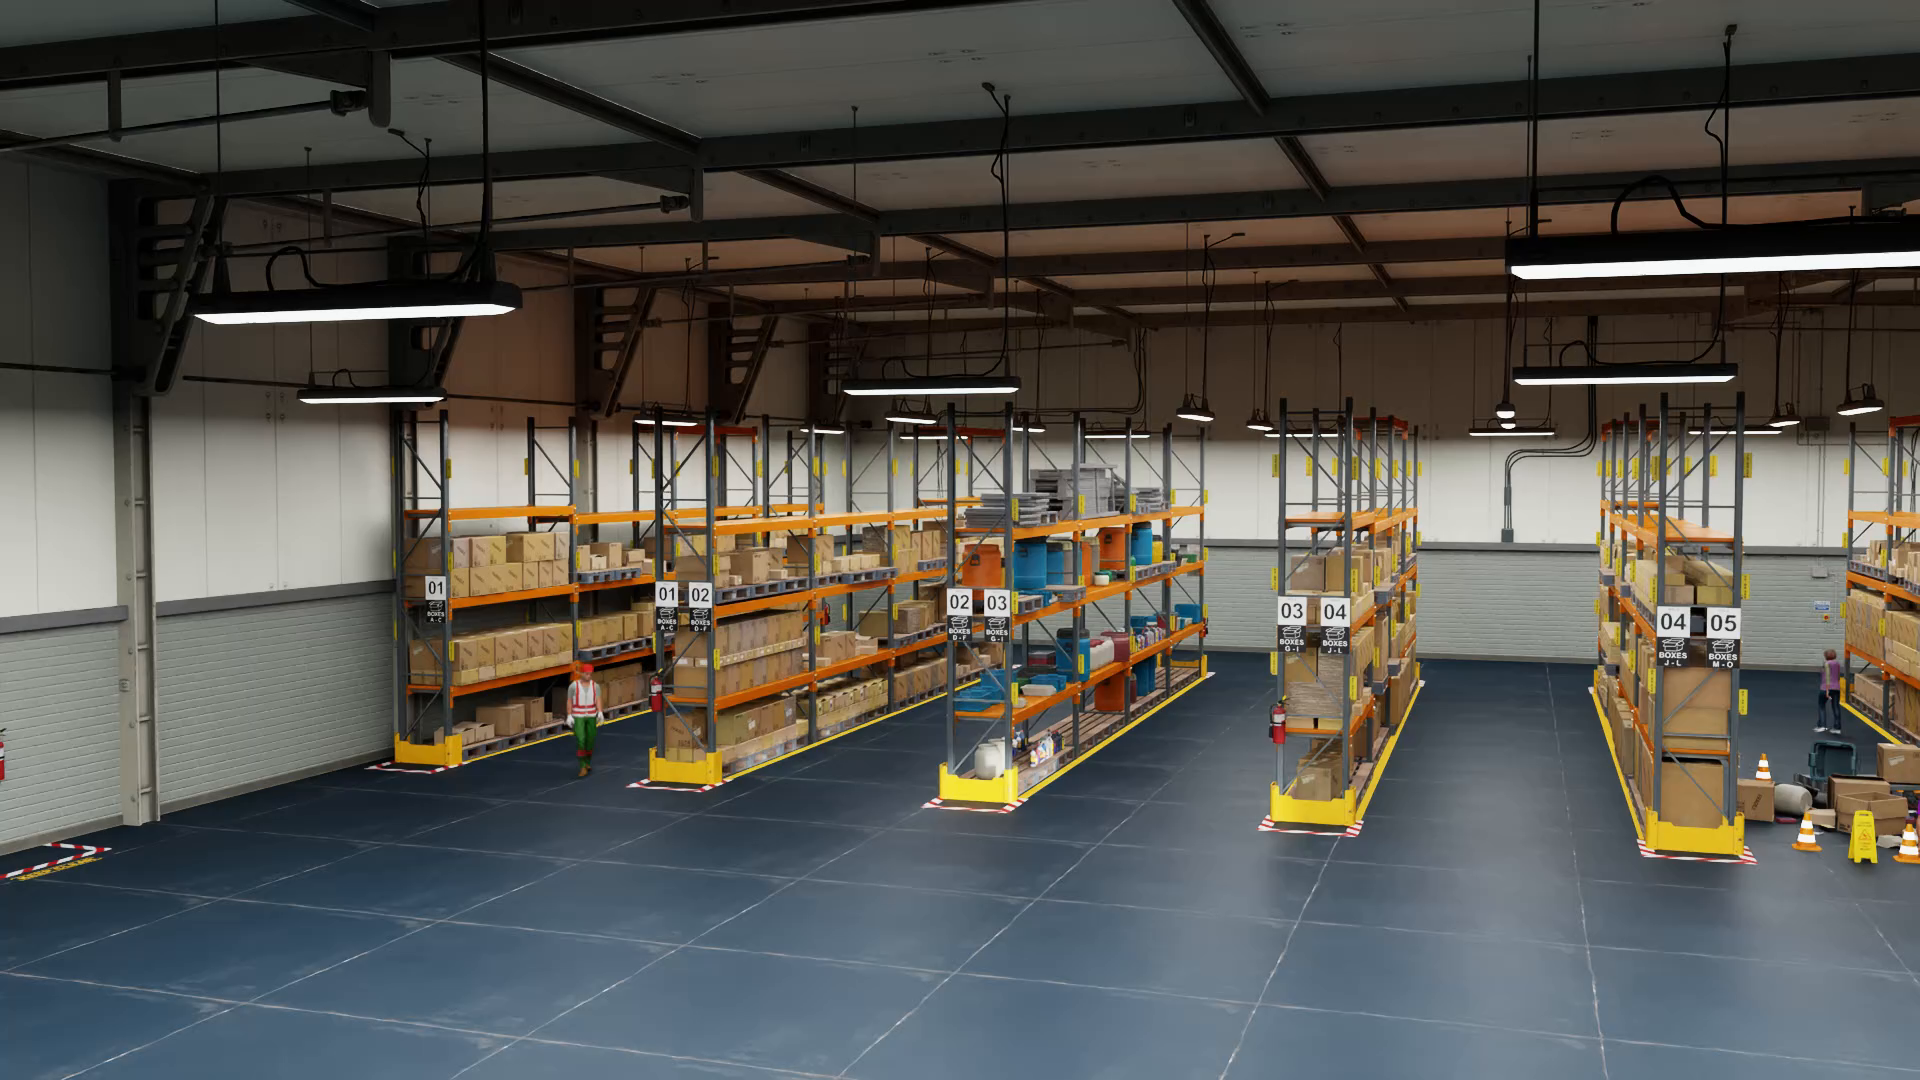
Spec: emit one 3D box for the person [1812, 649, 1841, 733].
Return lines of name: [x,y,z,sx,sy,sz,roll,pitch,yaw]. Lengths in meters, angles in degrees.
person: [16.503,2.873,31.473,0.410,1.612,0.642,0,2,-4]

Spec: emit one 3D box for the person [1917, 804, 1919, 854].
person: [10.753,3.328,18.149,0.891,1.724,0.607,-2,3,-42]

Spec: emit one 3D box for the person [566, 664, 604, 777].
person: [-6.139,2.951,27.380,0.559,1.790,0.795,-1,3,-29]
